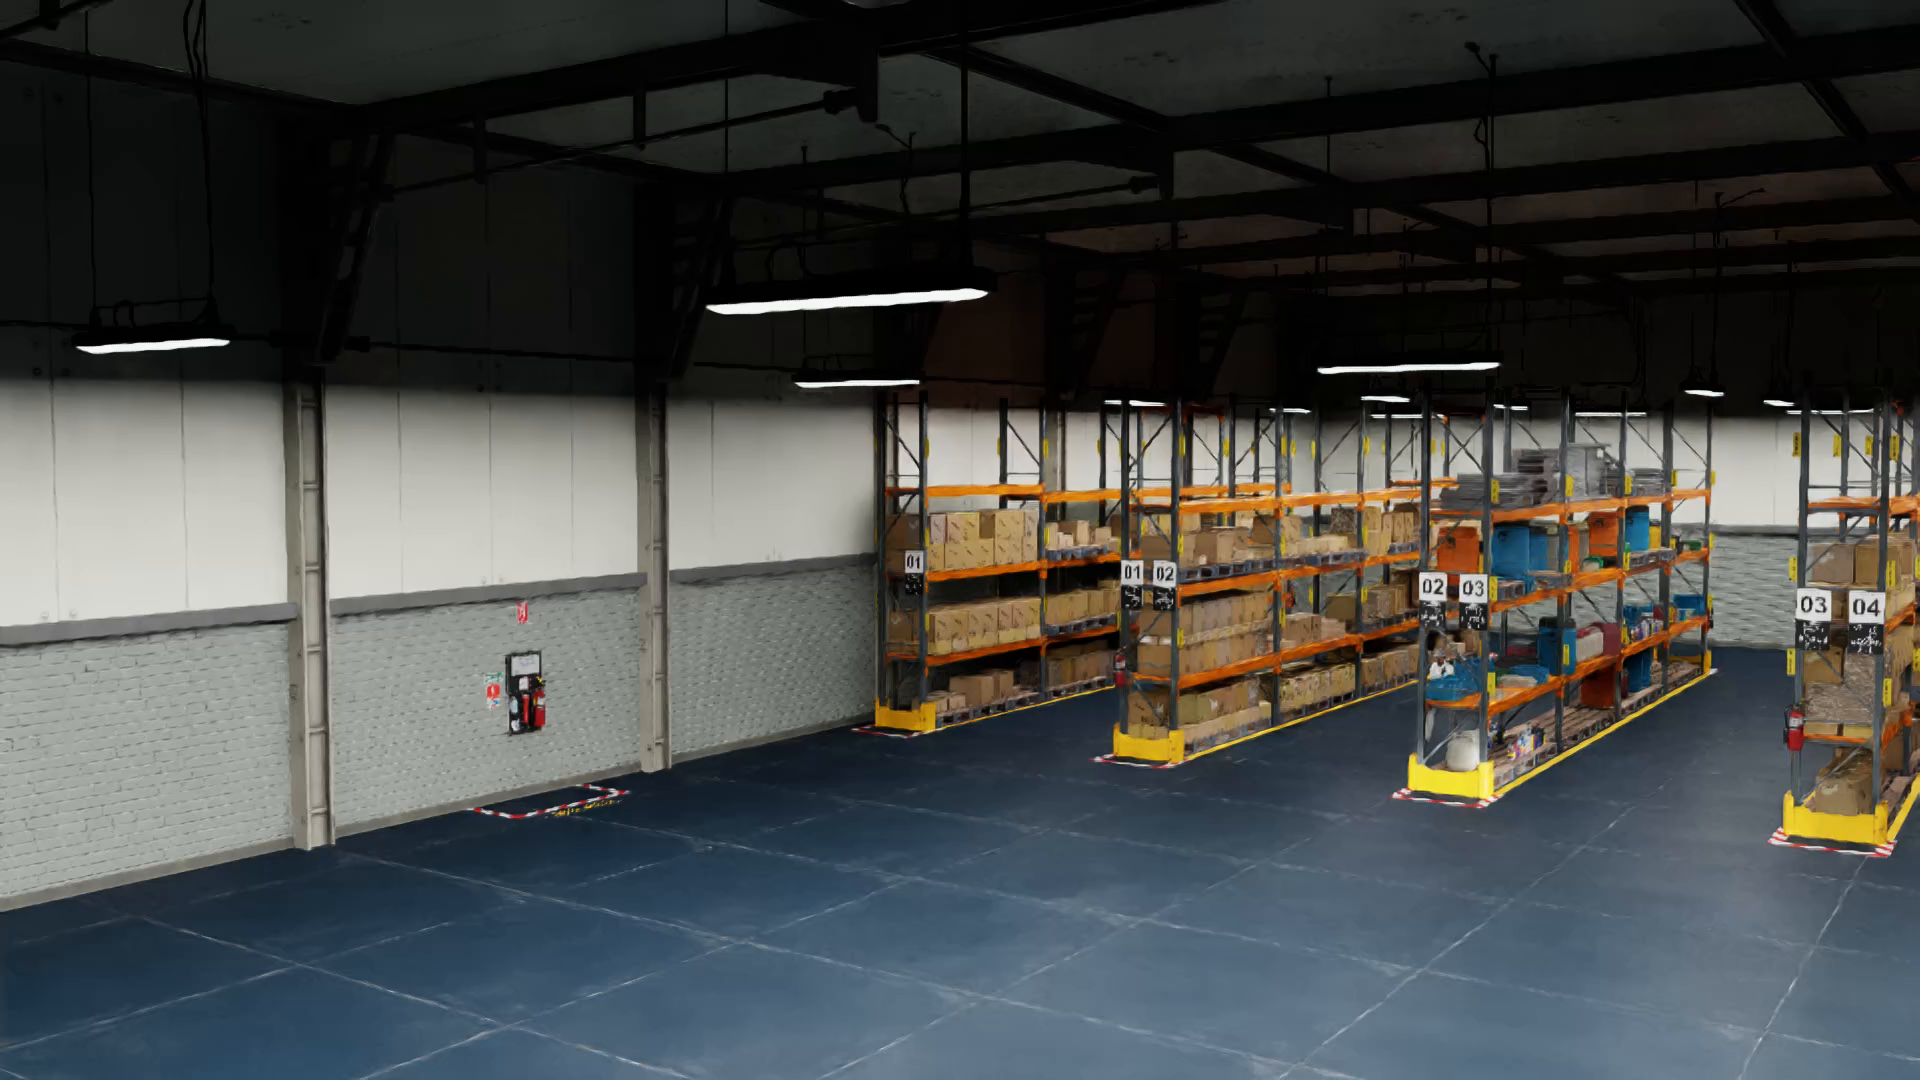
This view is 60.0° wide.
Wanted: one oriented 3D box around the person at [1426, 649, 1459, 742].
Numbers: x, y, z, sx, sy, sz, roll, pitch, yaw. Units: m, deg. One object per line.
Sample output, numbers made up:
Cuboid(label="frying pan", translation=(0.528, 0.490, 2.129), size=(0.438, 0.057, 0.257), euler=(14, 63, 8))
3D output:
Cuboid(label="person", translation=(8.168, 2.622, 28.210), size=(0.450, 1.588, 1.082), euler=(3, 4, 39))
